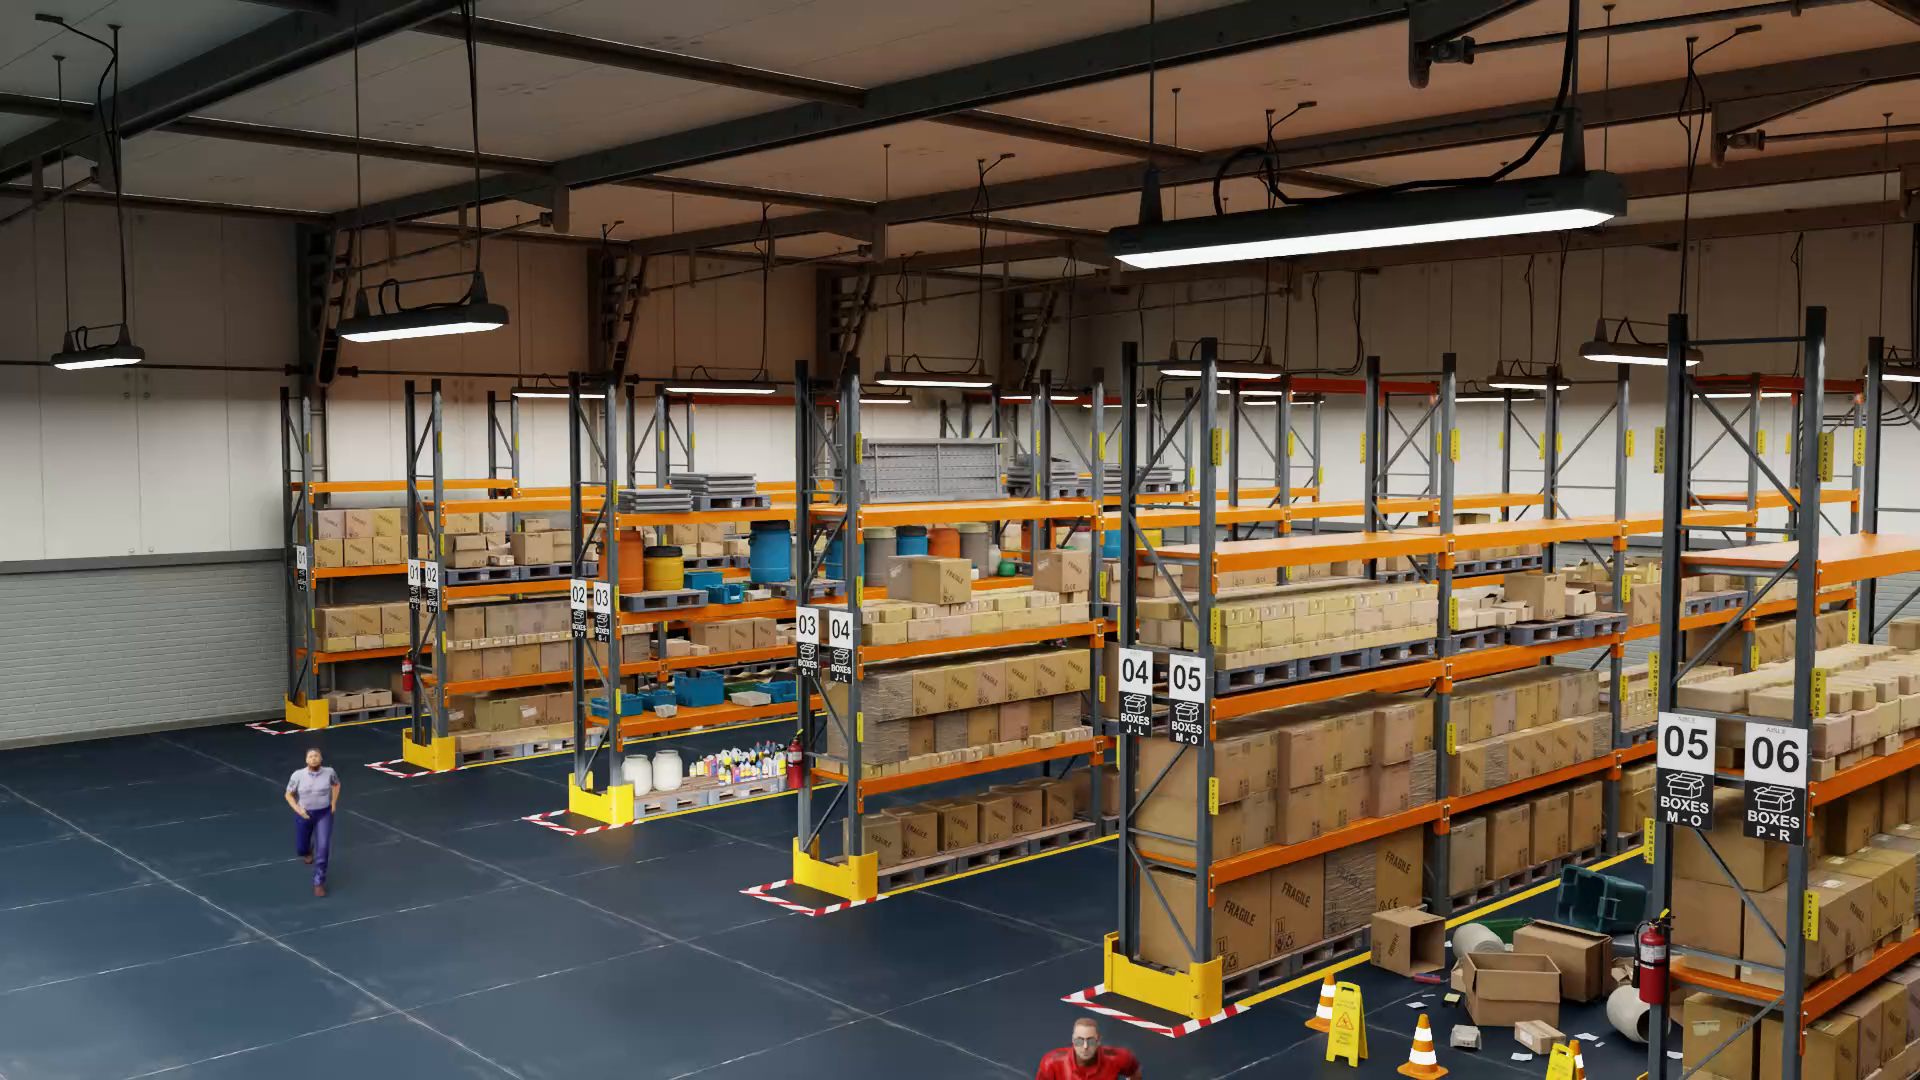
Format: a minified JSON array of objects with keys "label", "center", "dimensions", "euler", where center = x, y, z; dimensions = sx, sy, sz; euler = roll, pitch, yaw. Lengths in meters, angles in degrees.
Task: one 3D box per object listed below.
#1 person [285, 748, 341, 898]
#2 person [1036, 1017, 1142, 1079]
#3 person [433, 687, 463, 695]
[{"label":"person","center":[-7.355,3.173,18.925],"dimensions":[0.584,1.642,1.008],"euler":[-1,4,-18]},{"label":"person","center":[0.784,3.699,10.193],"dimensions":[0.649,1.666,0.742],"euler":[1,4,8]},{"label":"person","center":[-8.584,2.602,27.989],"dimensions":[0.573,1.565,0.553],"euler":[2,4,34]}]
